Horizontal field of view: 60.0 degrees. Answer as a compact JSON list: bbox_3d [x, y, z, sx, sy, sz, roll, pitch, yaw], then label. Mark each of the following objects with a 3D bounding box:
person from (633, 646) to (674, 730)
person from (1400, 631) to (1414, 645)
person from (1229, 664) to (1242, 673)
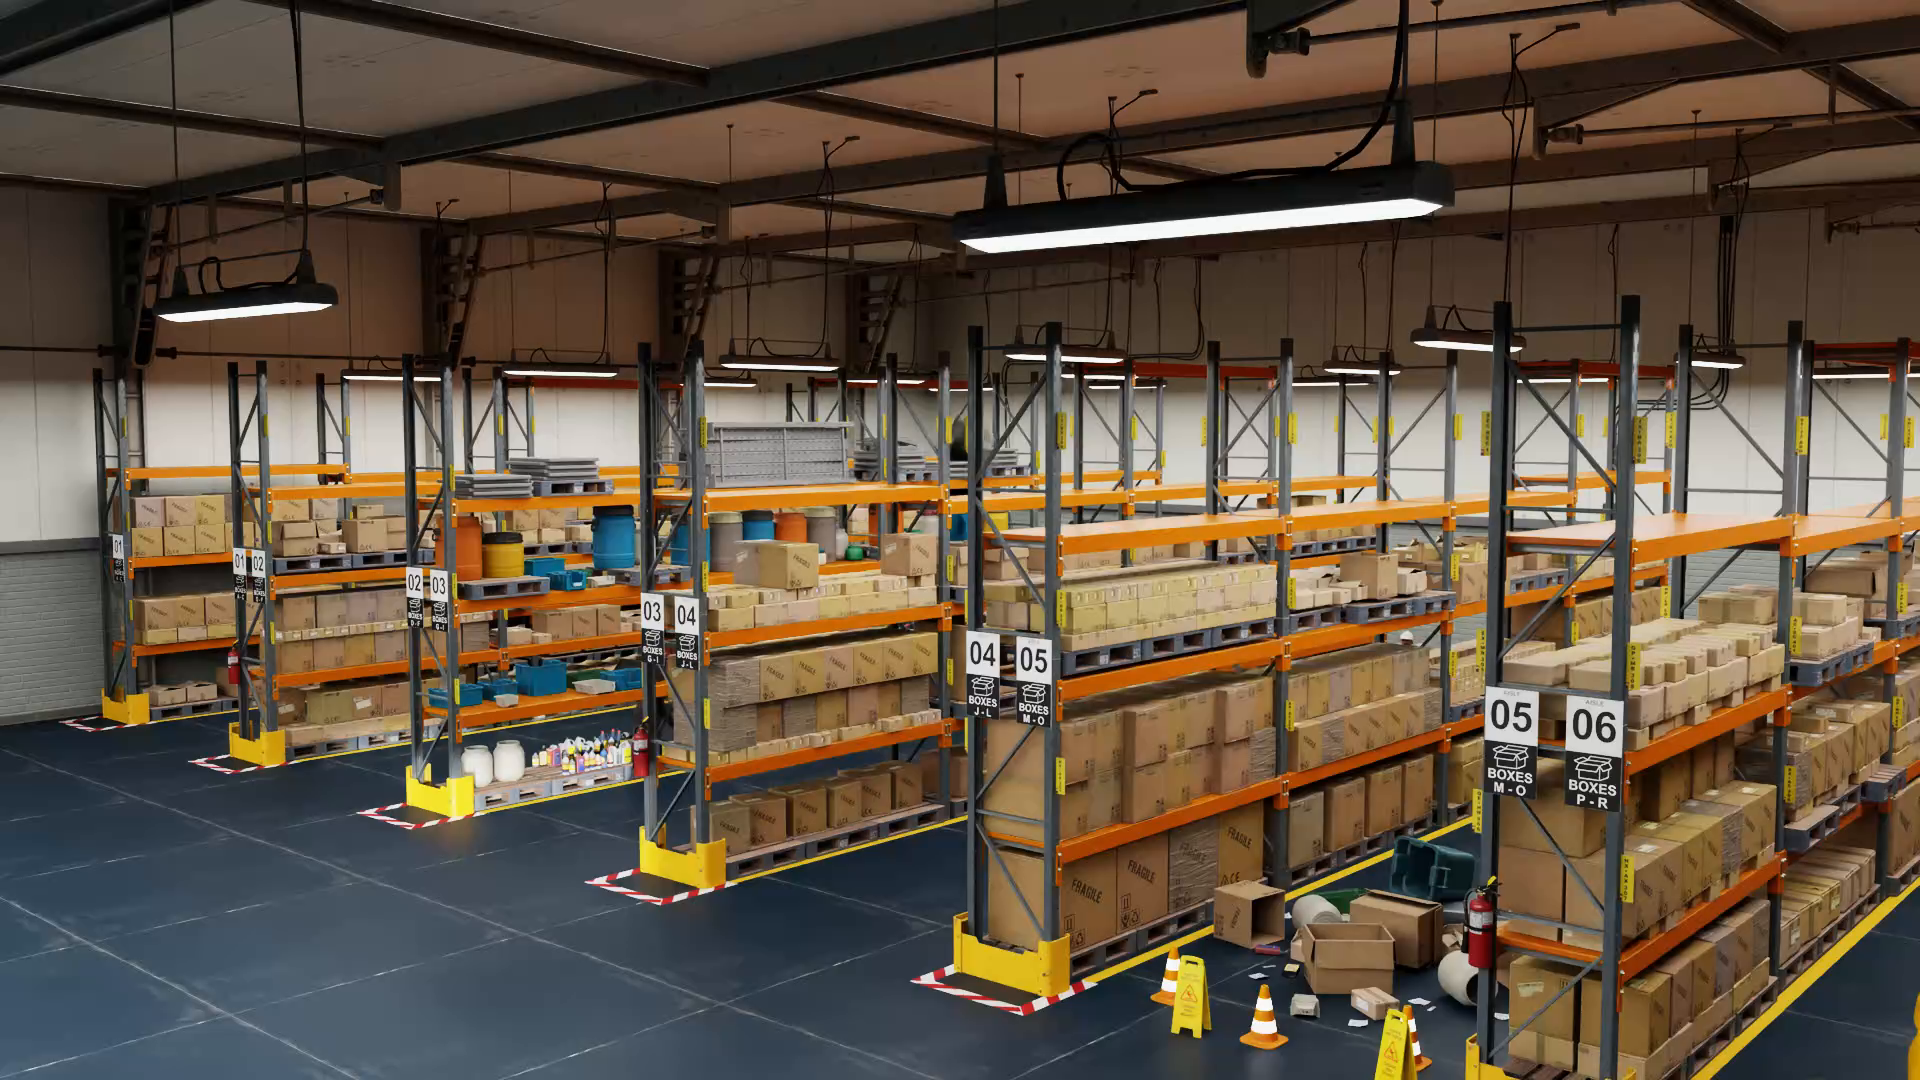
[{"bbox_3d":[-4.709,2.398,26.192,0.708,1.656,0.825,1,4,12],"label":"person"},{"bbox_3d":[7.314,2.320,27.118,0.670,1.710,0.682,2,5,24],"label":"person"},{"bbox_3d":[4.336,2.595,24.804,0.962,1.602,0.624,-4,6,-42],"label":"person"}]
